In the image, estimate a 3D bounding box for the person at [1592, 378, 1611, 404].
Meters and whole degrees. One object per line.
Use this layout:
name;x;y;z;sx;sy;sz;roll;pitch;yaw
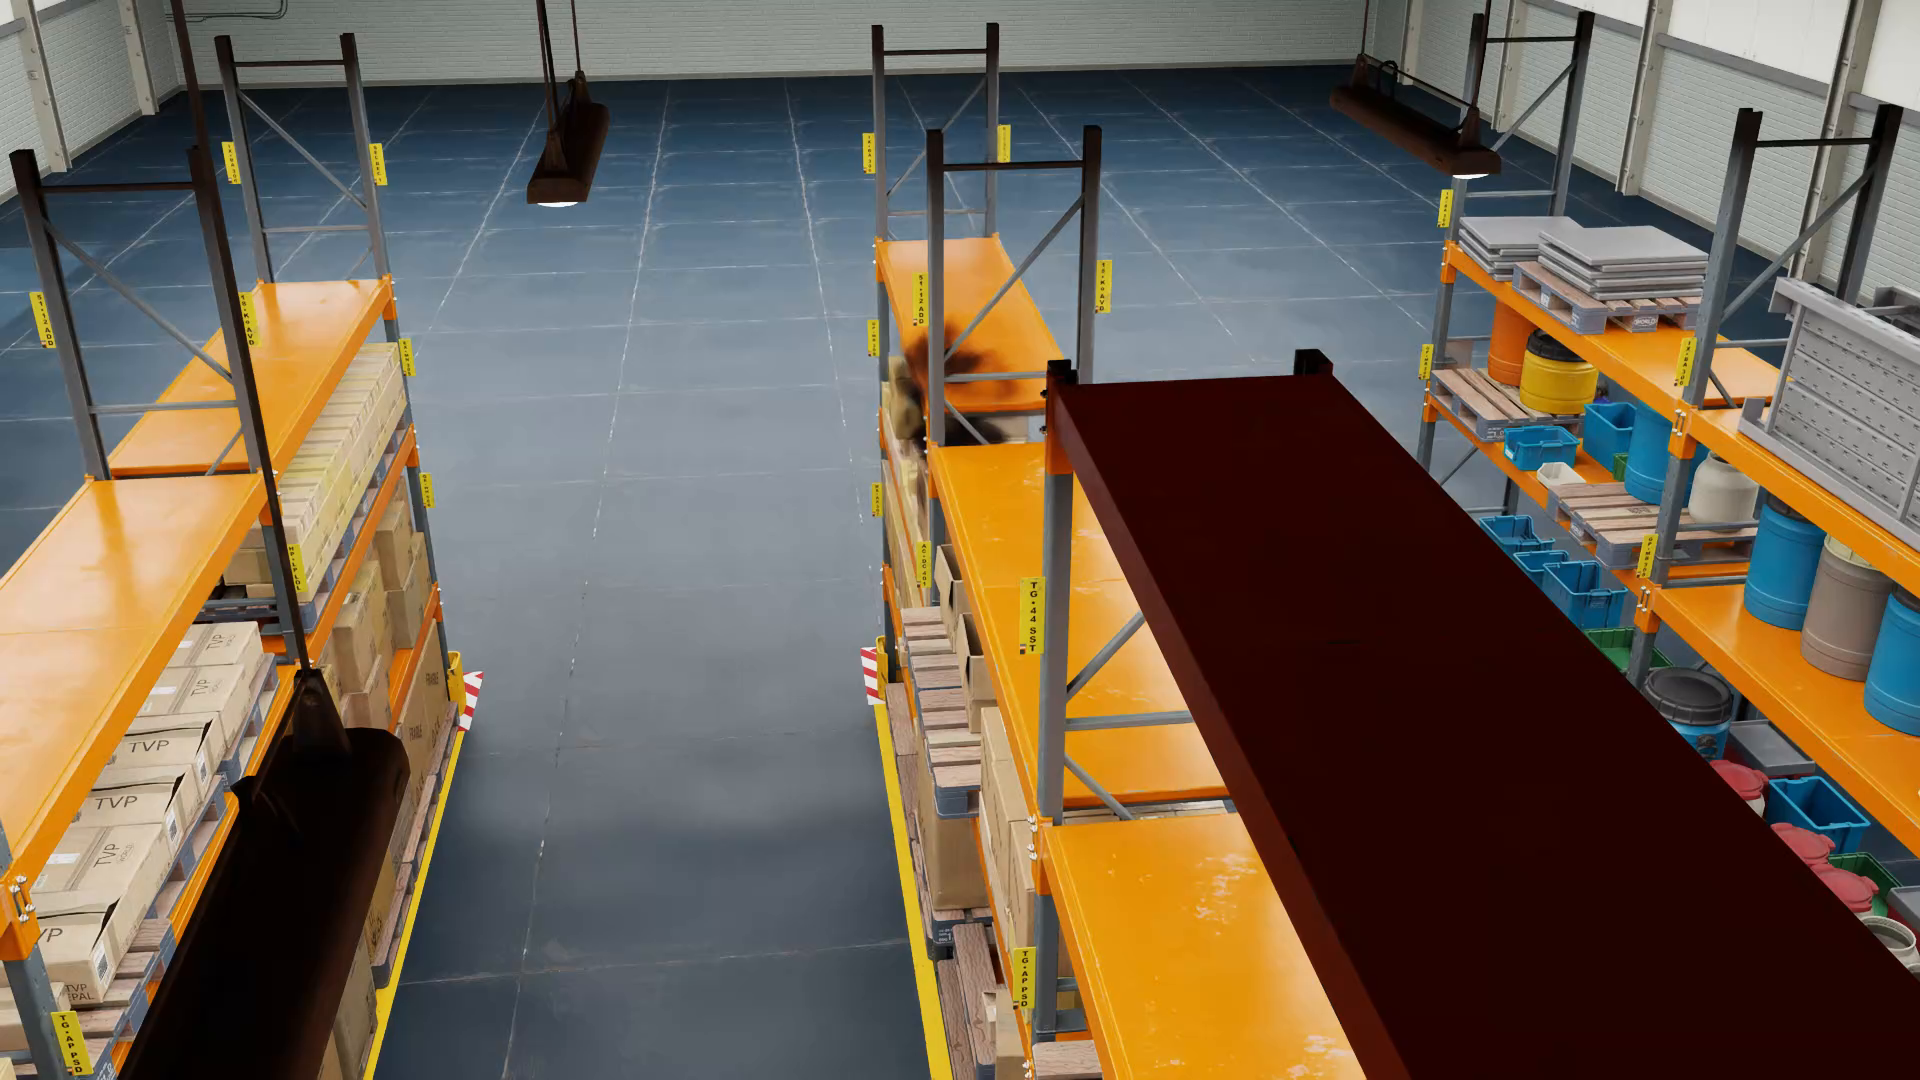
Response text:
person;7.061;-1.018;18.738;0.738;1.719;0.543;3;26;7
